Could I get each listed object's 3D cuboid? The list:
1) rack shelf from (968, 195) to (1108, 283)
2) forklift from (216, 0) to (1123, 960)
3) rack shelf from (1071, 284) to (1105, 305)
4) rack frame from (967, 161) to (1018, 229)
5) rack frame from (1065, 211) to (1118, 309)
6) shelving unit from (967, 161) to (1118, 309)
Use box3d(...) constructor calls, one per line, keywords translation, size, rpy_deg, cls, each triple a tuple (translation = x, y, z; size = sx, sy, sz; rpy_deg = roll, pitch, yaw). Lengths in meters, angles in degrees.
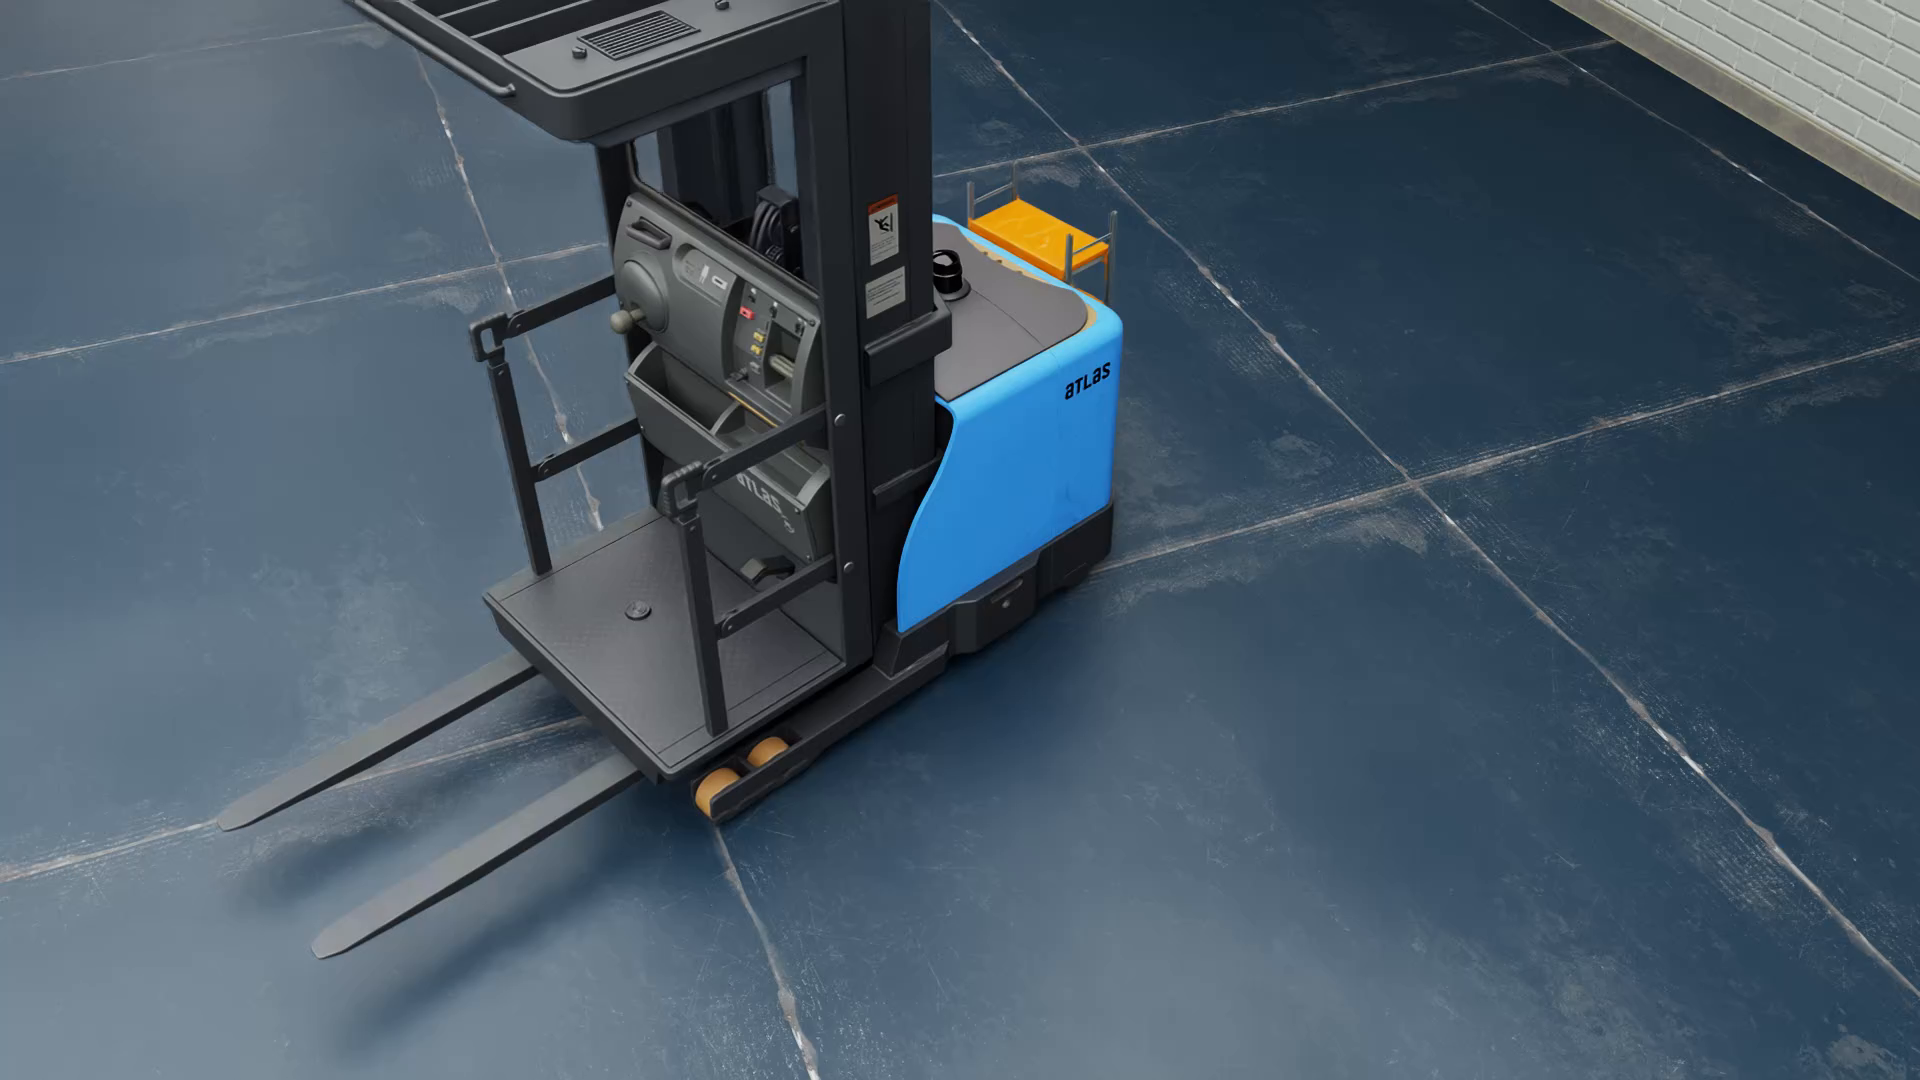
box3d(translation=(0.284, -1.037, 5.933), size=(0.258, 0.148, 0.480), rpy_deg=(-31, 50, -31), cls="rack shelf")
box3d(translation=(-0.872, -0.617, 4.719), size=(3.031, 2.935, 1.130), rpy_deg=(-31, 49, -31), cls="forklift")
box3d(translation=(0.284, -0.857, 6.087), size=(0.258, 0.148, 0.480), rpy_deg=(-31, 50, -31), cls="rack shelf")
box3d(translation=(0.117, -0.855, 6.324), size=(0.240, 1.200, 0.015), rpy_deg=(-31, 50, -31), cls="rack frame")
box3d(translation=(0.450, -0.623, 6.054), size=(0.240, 1.200, 0.015), rpy_deg=(-31, 50, -31), cls="rack frame")
box3d(translation=(0.284, -0.739, 6.189), size=(0.258, 1.200, 0.503), rpy_deg=(-31, 50, -31), cls="shelving unit")
